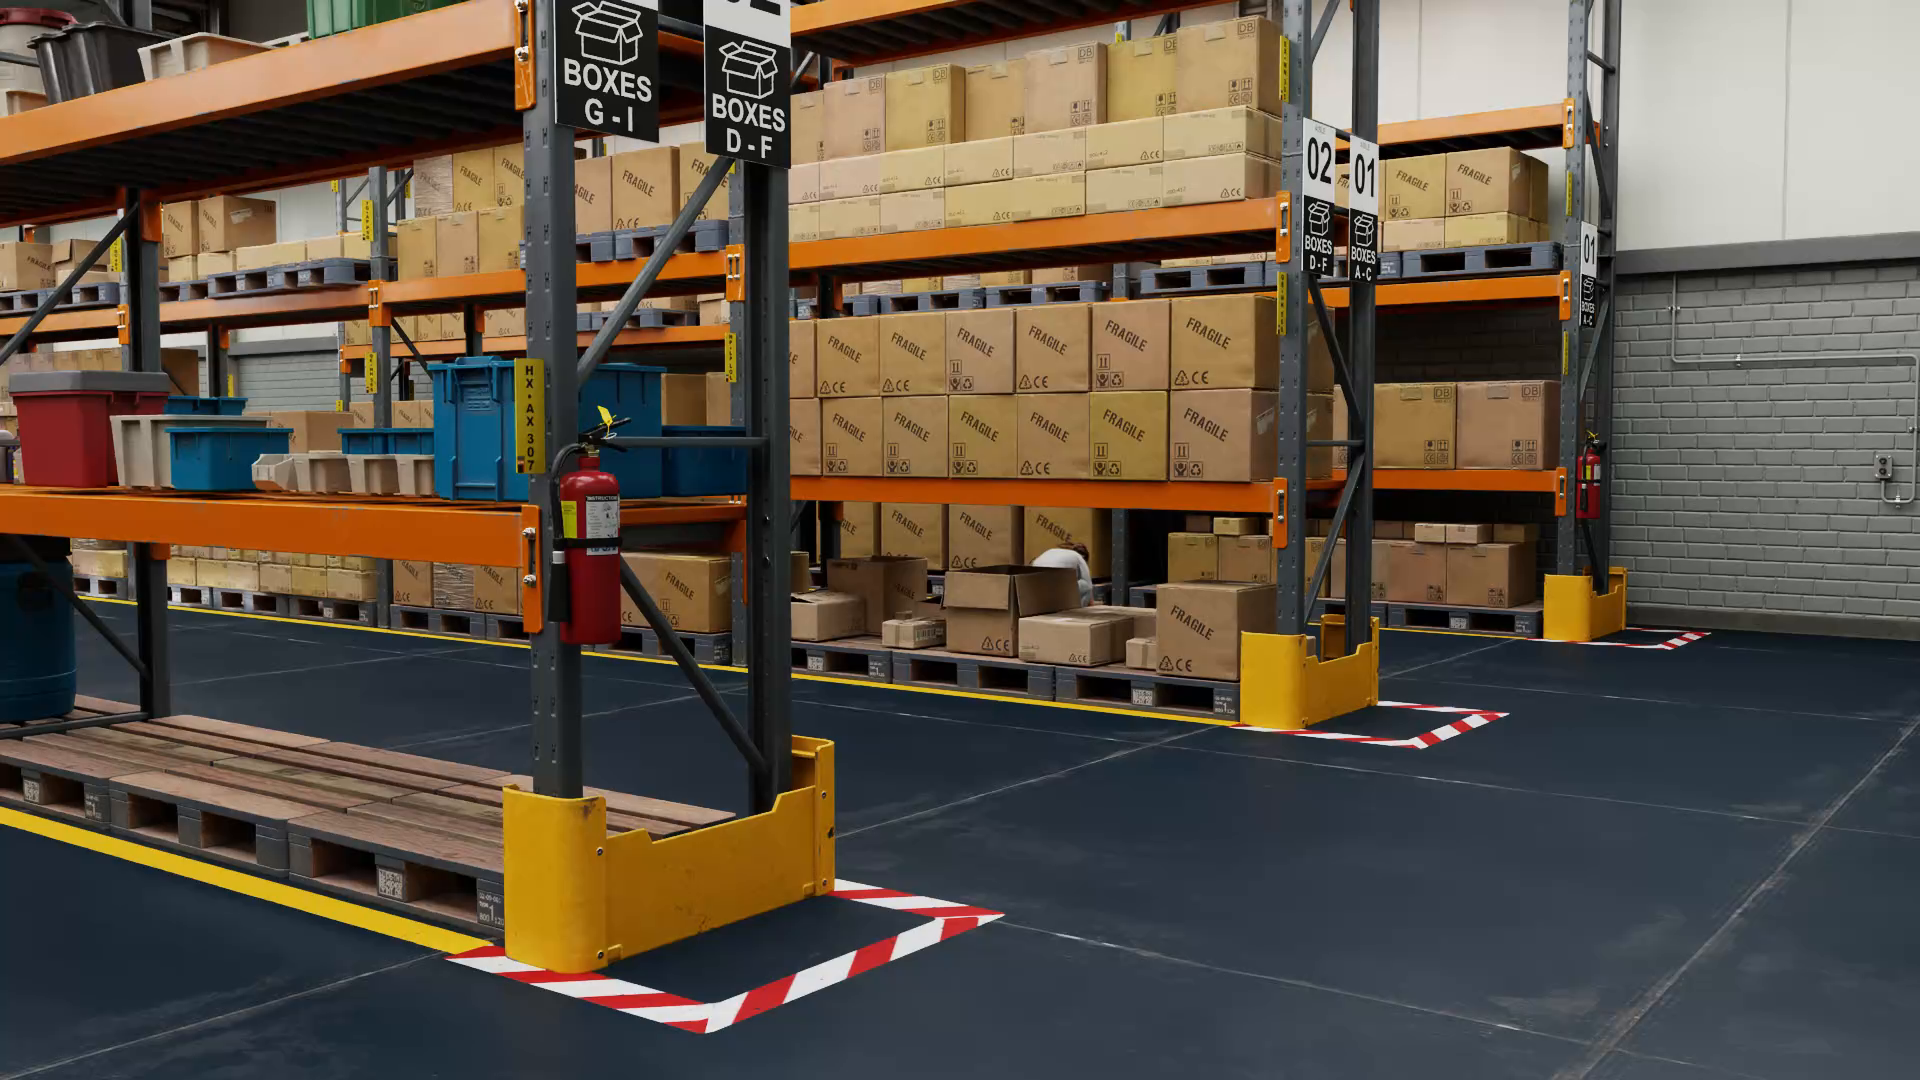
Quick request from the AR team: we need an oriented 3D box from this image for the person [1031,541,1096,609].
[{"bbox_3d":[0.779,0.415,13.005,0.460,0.808,0.842,2,4,35],"label":"person"}]
